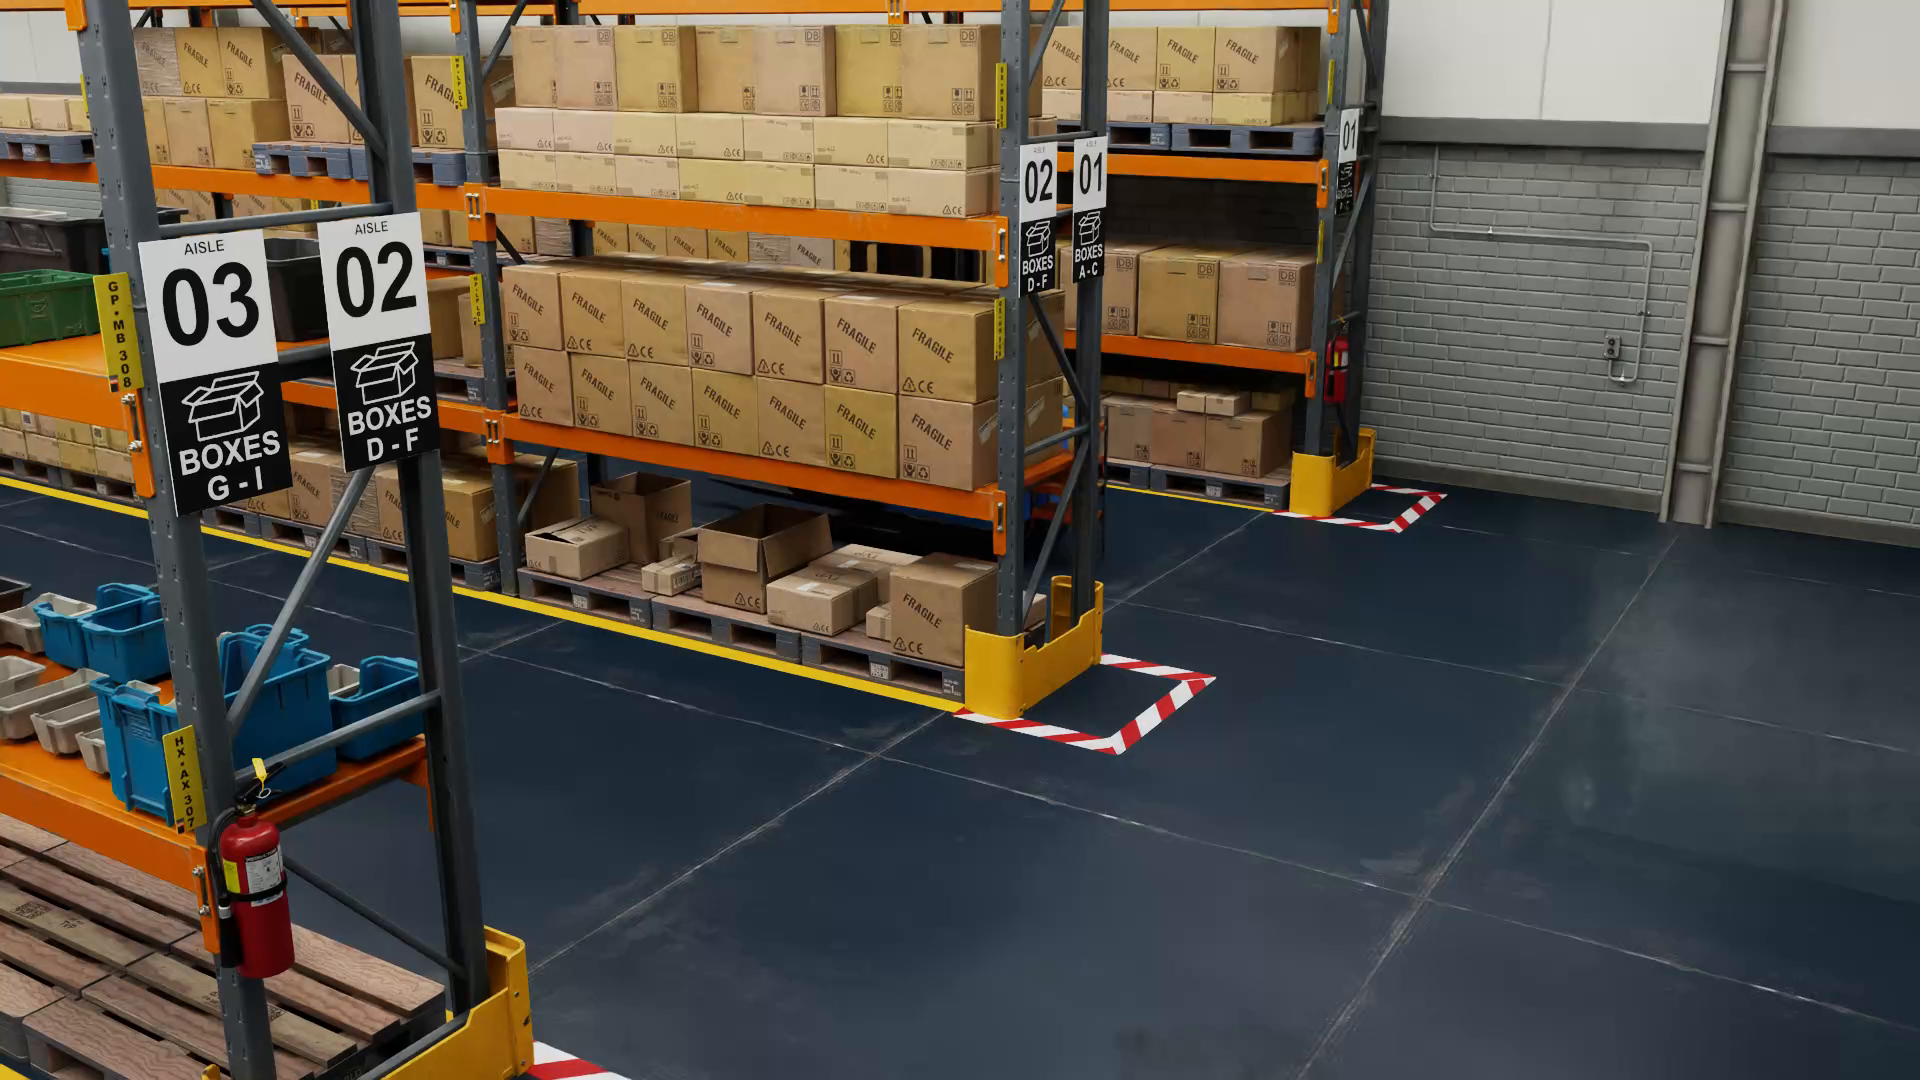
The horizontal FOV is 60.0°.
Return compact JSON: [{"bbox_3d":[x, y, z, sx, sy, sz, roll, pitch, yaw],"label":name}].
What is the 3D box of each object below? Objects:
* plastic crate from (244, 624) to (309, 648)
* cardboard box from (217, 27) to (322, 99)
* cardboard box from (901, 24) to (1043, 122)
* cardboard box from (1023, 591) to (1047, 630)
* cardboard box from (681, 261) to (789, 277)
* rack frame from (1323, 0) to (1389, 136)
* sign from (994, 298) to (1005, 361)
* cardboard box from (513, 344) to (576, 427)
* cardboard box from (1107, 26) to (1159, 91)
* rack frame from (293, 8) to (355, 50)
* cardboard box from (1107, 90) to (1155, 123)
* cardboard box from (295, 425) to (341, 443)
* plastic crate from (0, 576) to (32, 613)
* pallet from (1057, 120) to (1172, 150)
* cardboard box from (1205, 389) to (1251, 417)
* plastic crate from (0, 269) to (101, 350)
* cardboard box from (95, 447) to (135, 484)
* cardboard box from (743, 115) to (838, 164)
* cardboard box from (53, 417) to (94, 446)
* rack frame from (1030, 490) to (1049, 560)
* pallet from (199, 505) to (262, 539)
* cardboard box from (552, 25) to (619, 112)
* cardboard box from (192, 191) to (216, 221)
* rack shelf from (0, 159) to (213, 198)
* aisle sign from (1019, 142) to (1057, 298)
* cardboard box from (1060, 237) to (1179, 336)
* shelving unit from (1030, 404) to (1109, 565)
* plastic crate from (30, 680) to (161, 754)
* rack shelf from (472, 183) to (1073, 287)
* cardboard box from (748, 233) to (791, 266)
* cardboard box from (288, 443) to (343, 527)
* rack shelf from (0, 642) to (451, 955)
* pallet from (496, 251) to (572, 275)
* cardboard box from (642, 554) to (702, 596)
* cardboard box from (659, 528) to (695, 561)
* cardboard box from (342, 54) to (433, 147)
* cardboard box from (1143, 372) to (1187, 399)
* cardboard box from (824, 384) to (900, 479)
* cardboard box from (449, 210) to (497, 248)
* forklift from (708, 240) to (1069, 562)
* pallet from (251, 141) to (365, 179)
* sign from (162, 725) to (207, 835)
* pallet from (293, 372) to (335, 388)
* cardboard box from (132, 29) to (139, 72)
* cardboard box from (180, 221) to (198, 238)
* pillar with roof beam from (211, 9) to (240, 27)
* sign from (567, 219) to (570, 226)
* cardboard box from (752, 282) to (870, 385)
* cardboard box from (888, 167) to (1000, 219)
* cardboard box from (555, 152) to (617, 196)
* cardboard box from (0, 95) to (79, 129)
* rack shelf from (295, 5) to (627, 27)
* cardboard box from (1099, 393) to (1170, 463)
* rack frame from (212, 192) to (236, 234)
[{"bbox_3d":[-2.674,0.500,6.260,0.300,0.233,0.416,10,20,30],"label":"plastic crate"},{"bbox_3d":[-5.059,-3.514,12.235,0.500,0.500,0.500,10,20,30],"label":"cardboard box"},{"bbox_3d":[0.074,-2.594,9.207,0.500,0.500,0.700,10,20,30],"label":"cardboard box"},{"bbox_3d":[0.343,0.446,10.399,0.250,0.149,0.380,10,20,30],"label":"cardboard box"},{"bbox_3d":[-1.454,-1.526,10.853,0.500,0.500,0.500,10,20,30],"label":"cardboard box"},{"bbox_3d":[3.110,-4.656,12.728,0.127,3.000,1.000,10,20,30],"label":"rack frame"},{"bbox_3d":[0.213,-1.129,8.902,0.005,0.325,0.100,10,20,30],"label":"sign"},{"bbox_3d":[-2.596,-1.070,11.070,0.500,0.500,0.500,11,20,31],"label":"cardboard box"},{"bbox_3d":[1.474,-3.957,13.659,0.500,0.500,0.500,9,19,28],"label":"cardboard box"},{"bbox_3d":[-7.116,-6.482,18.737,0.127,3.000,1.000,10,20,30],"label":"rack frame"},{"bbox_3d":[1.457,-3.601,13.777,0.500,0.250,0.500,9,19,28],"label":"cardboard box"},{"bbox_3d":[-4.936,-0.627,13.328,0.500,0.500,0.500,9,19,28],"label":"cardboard box"},{"bbox_3d":[-4.389,0.266,7.215,0.590,0.125,0.437,10,20,30],"label":"plastic crate"},{"bbox_3d":[1.428,-3.474,14.150,1.213,0.211,1.003,10,20,30],"label":"pallet"},{"bbox_3d":[2.256,-1.157,13.993,0.250,0.149,0.380,10,19,29],"label":"cardboard box"},{"bbox_3d":[-3.065,-0.746,5.378,0.336,0.188,0.450,10,20,30],"label":"plastic crate"},{"bbox_3d":[-6.873,-0.680,13.968,0.500,0.250,0.500,11,20,31],"label":"cardboard box"},{"bbox_3d":[-0.901,-2.329,9.625,0.500,0.250,0.500,10,20,30],"label":"cardboard box"},{"bbox_3d":[-7.318,-1.025,14.139,0.500,0.311,0.500,10,19,29],"label":"cardboard box"},{"bbox_3d":[0.595,-0.454,12.310,0.015,1.200,0.240,11,20,33],"label":"rack frame"},{"bbox_3d":[-5.680,-0.318,13.566,1.213,0.211,1.003,10,20,30],"label":"pallet"},{"bbox_3d":[-2.102,-2.953,10.388,0.500,0.500,0.700,10,20,30],"label":"cardboard box"},{"bbox_3d":[-8.976,-4.136,20.269,0.500,0.500,0.500,11,20,32],"label":"cardboard box"},{"bbox_3d":[-8.001,-3.171,14.235,4.000,0.370,1.077,10,20,30],"label":"rack shelf"},{"bbox_3d":[0.418,-1.716,8.897,0.004,0.787,0.394,10,20,30],"label":"aisle sign"},{"bbox_3d":[1.399,-2.231,14.548,0.700,0.700,0.980,9,19,27],"label":"cardboard box"},{"bbox_3d":[0.795,-0.413,12.178,0.503,1.200,0.258,11,20,33],"label":"shelving unit"},{"bbox_3d":[-3.104,0.638,5.970,0.243,0.136,0.396,10,20,30],"label":"plastic crate"},{"bbox_3d":[-1.184,-1.954,10.229,4.000,0.370,1.077,10,20,30],"label":"rack shelf"},{"bbox_3d":[-1.688,-2.756,16.074,0.500,0.500,0.500,10,20,30],"label":"cardboard box"},{"bbox_3d":[-4.737,-0.416,12.634,0.500,0.500,0.500,9,19,28],"label":"cardboard box"},{"bbox_3d":[-3.779,0.708,6.628,4.000,0.370,1.077,10,20,30],"label":"rack shelf"},{"bbox_3d":[-4.370,-2.993,17.904,1.003,0.211,1.213,10,20,30],"label":"pallet"},{"bbox_3d":[-1.901,0.225,11.098,0.250,0.166,0.380,10,20,30],"label":"cardboard box"},{"bbox_3d":[-1.903,0.045,11.720,0.250,0.149,0.380,10,20,30],"label":"cardboard box"},{"bbox_3d":[-3.860,-3.090,11.664,0.600,0.600,0.600,10,19,29],"label":"cardboard box"},{"bbox_3d":[1.810,-1.367,14.683,0.250,0.149,0.380,10,20,31],"label":"cardboard box"},{"bbox_3d":[-0.448,-0.685,9.804,0.500,0.500,0.500,10,20,31],"label":"cardboard box"},{"bbox_3d":[-5.186,-3.514,18.360,0.500,0.500,0.700,10,20,30],"label":"cardboard box"},{"bbox_3d":[-0.662,-1.536,12.894,3.031,2.935,1.130,11,20,33],"label":"forklift"},{"bbox_3d":[-4.292,-2.786,12.054,1.003,0.211,1.213,10,20,30],"label":"pallet"},{"bbox_3d":[-2.349,0.728,5.042,0.005,0.325,0.100,10,20,30],"label":"sign"},{"bbox_3d":[-4.637,-1.389,12.623,1.213,0.211,1.003,10,20,30],"label":"pallet"},{"bbox_3d":[-9.922,-5.983,20.330,0.500,0.500,0.500,10,19,29],"label":"cardboard box"},{"bbox_3d":[-9.394,-3.850,20.619,0.500,0.250,0.500,10,19,29],"label":"cardboard box"},{"bbox_3d":[-11.728,-6.132,17.585,0.400,9.000,9.100,10,20,30],"label":"pillar with roof beam"},{"bbox_3d":[-3.983,-3.383,17.002,0.005,0.325,0.100,10,20,30],"label":"sign"},{"bbox_3d":[-0.878,-1.239,9.906,0.500,0.500,0.500,11,20,32],"label":"cardboard box"},{"bbox_3d":[-0.055,-1.935,9.187,0.500,0.250,0.500,10,20,30],"label":"cardboard box"},{"bbox_3d":[-2.179,-2.318,10.449,0.500,0.250,0.500,10,20,30],"label":"cardboard box"},{"bbox_3d":[-7.650,-3.560,13.815,0.500,0.250,0.500,10,19,29],"label":"cardboard box"},{"bbox_3d":[-5.412,-5.642,17.898,4.000,0.370,1.077,10,20,30],"label":"rack shelf"},{"bbox_3d":[1.606,-1.025,14.673,0.500,0.500,0.700,9,19,28],"label":"cardboard box"},{"bbox_3d":[-6.297,-1.775,13.565,0.127,3.000,1.000,10,20,30],"label":"rack frame"}]
